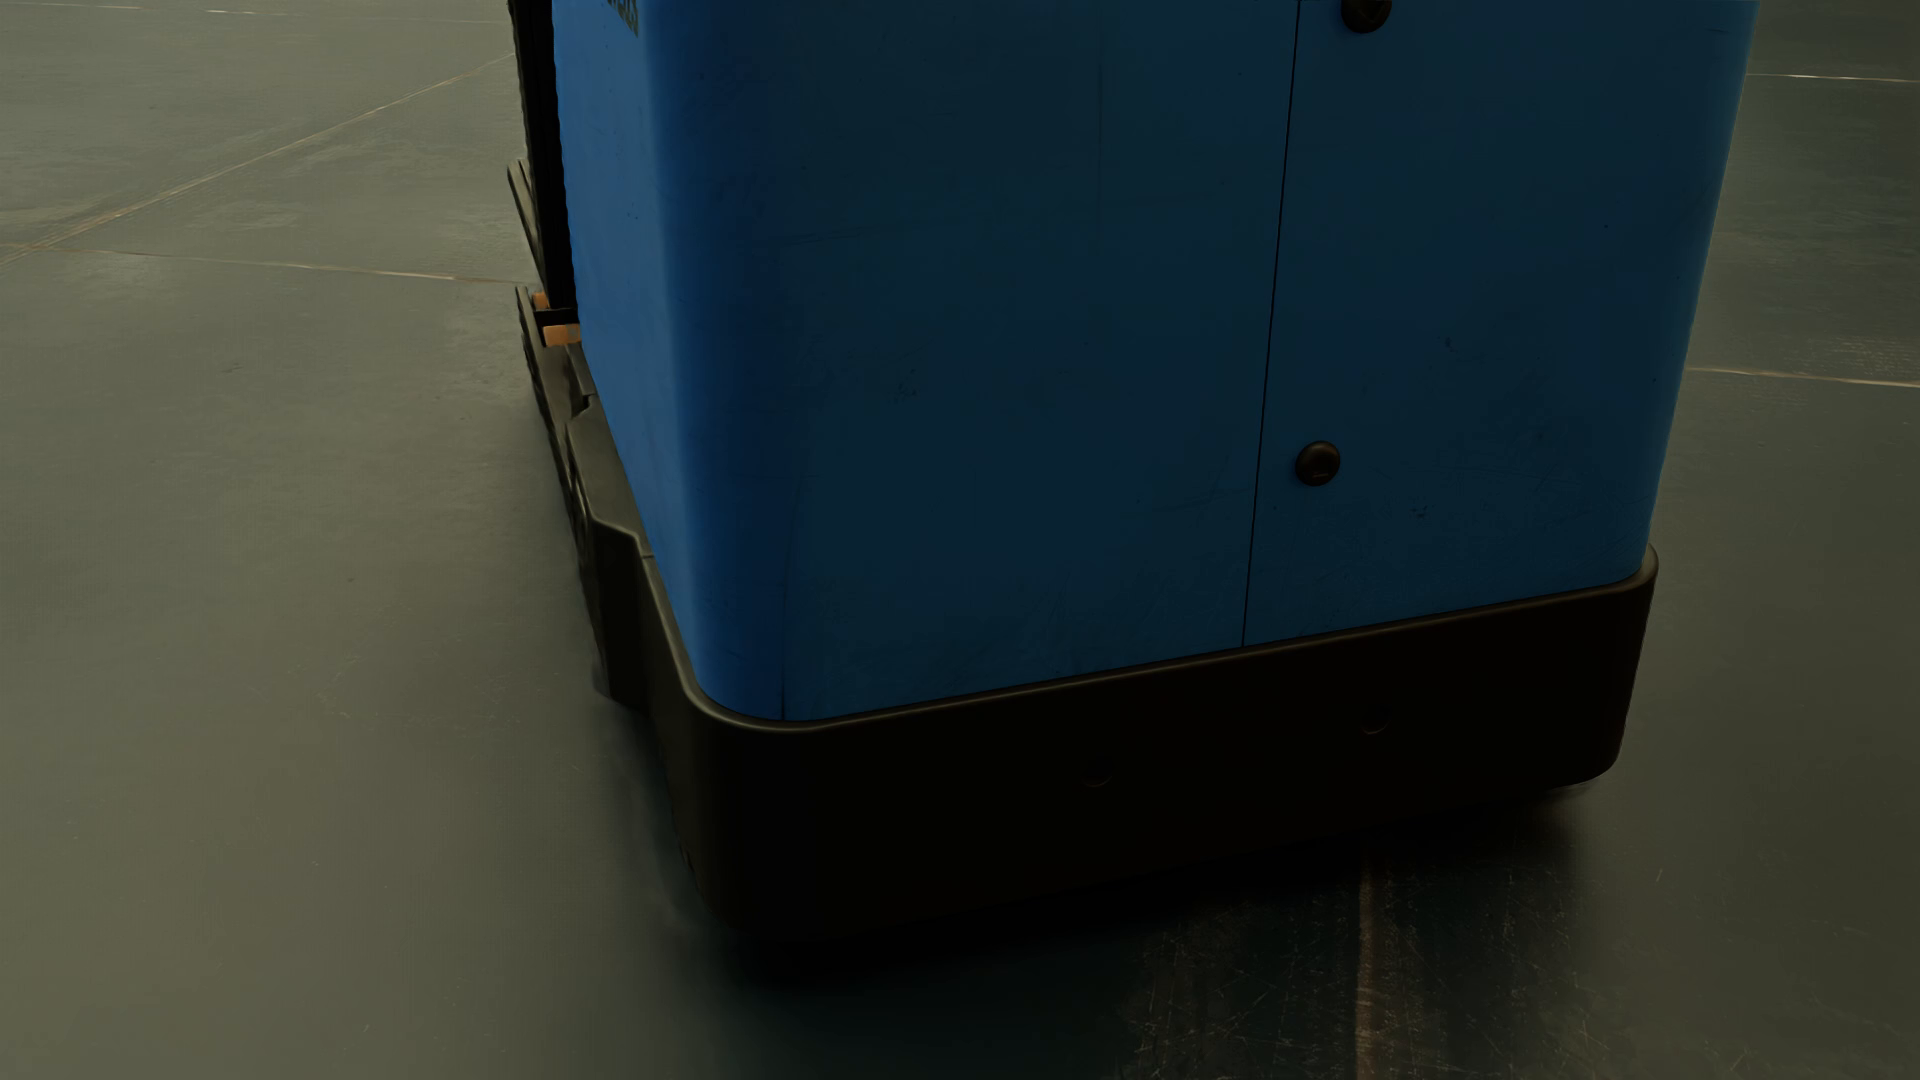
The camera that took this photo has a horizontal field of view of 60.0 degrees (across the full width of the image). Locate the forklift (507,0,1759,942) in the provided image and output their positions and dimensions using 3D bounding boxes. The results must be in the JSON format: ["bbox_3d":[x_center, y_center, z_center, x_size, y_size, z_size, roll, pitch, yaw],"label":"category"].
[{"bbox_3d":[-0.187,-1.570,2.359,1.130,2.935,3.031,-8,28,-16],"label":"forklift"}]
